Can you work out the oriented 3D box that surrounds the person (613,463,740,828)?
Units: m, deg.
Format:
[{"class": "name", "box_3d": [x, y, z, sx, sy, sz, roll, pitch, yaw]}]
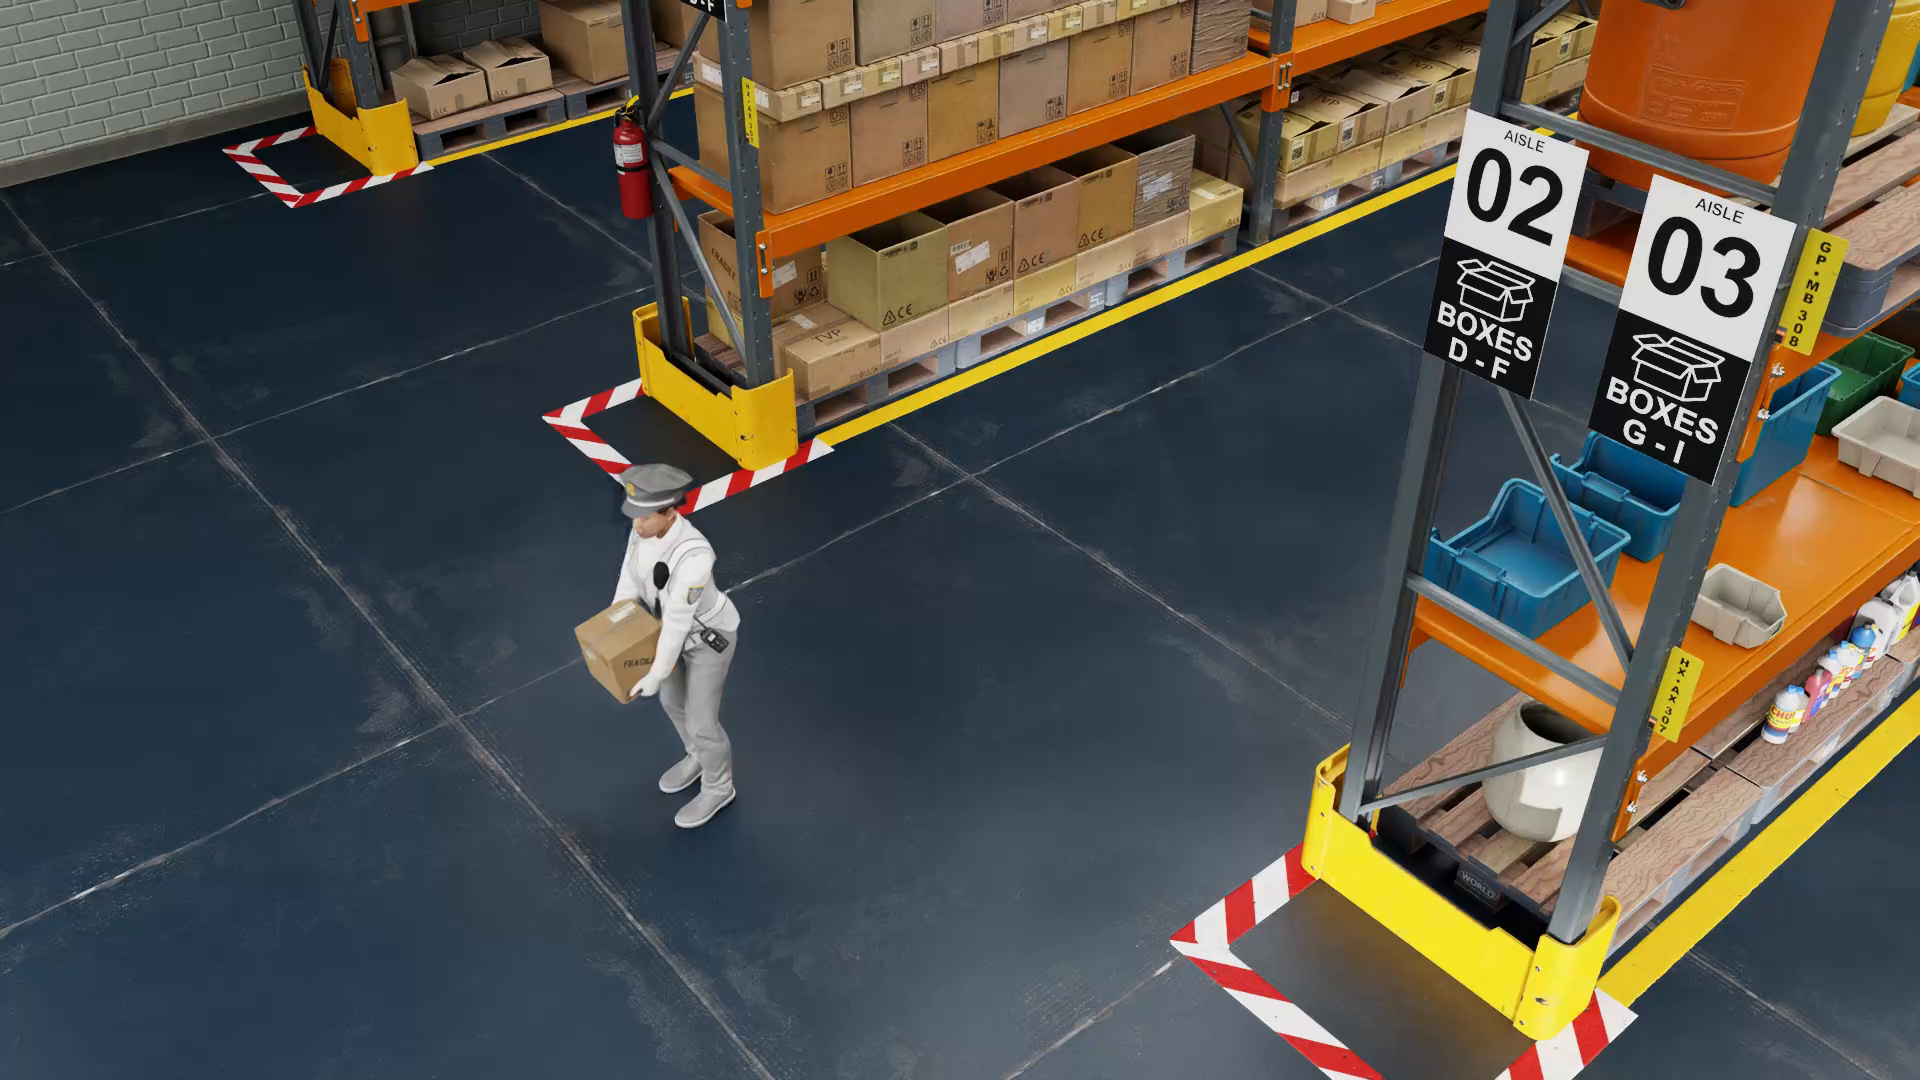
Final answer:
[{"class": "person", "box_3d": [-1.124, 0.421, 6.505, 0.535, 1.667, 0.421, -27, 44, -32]}]
